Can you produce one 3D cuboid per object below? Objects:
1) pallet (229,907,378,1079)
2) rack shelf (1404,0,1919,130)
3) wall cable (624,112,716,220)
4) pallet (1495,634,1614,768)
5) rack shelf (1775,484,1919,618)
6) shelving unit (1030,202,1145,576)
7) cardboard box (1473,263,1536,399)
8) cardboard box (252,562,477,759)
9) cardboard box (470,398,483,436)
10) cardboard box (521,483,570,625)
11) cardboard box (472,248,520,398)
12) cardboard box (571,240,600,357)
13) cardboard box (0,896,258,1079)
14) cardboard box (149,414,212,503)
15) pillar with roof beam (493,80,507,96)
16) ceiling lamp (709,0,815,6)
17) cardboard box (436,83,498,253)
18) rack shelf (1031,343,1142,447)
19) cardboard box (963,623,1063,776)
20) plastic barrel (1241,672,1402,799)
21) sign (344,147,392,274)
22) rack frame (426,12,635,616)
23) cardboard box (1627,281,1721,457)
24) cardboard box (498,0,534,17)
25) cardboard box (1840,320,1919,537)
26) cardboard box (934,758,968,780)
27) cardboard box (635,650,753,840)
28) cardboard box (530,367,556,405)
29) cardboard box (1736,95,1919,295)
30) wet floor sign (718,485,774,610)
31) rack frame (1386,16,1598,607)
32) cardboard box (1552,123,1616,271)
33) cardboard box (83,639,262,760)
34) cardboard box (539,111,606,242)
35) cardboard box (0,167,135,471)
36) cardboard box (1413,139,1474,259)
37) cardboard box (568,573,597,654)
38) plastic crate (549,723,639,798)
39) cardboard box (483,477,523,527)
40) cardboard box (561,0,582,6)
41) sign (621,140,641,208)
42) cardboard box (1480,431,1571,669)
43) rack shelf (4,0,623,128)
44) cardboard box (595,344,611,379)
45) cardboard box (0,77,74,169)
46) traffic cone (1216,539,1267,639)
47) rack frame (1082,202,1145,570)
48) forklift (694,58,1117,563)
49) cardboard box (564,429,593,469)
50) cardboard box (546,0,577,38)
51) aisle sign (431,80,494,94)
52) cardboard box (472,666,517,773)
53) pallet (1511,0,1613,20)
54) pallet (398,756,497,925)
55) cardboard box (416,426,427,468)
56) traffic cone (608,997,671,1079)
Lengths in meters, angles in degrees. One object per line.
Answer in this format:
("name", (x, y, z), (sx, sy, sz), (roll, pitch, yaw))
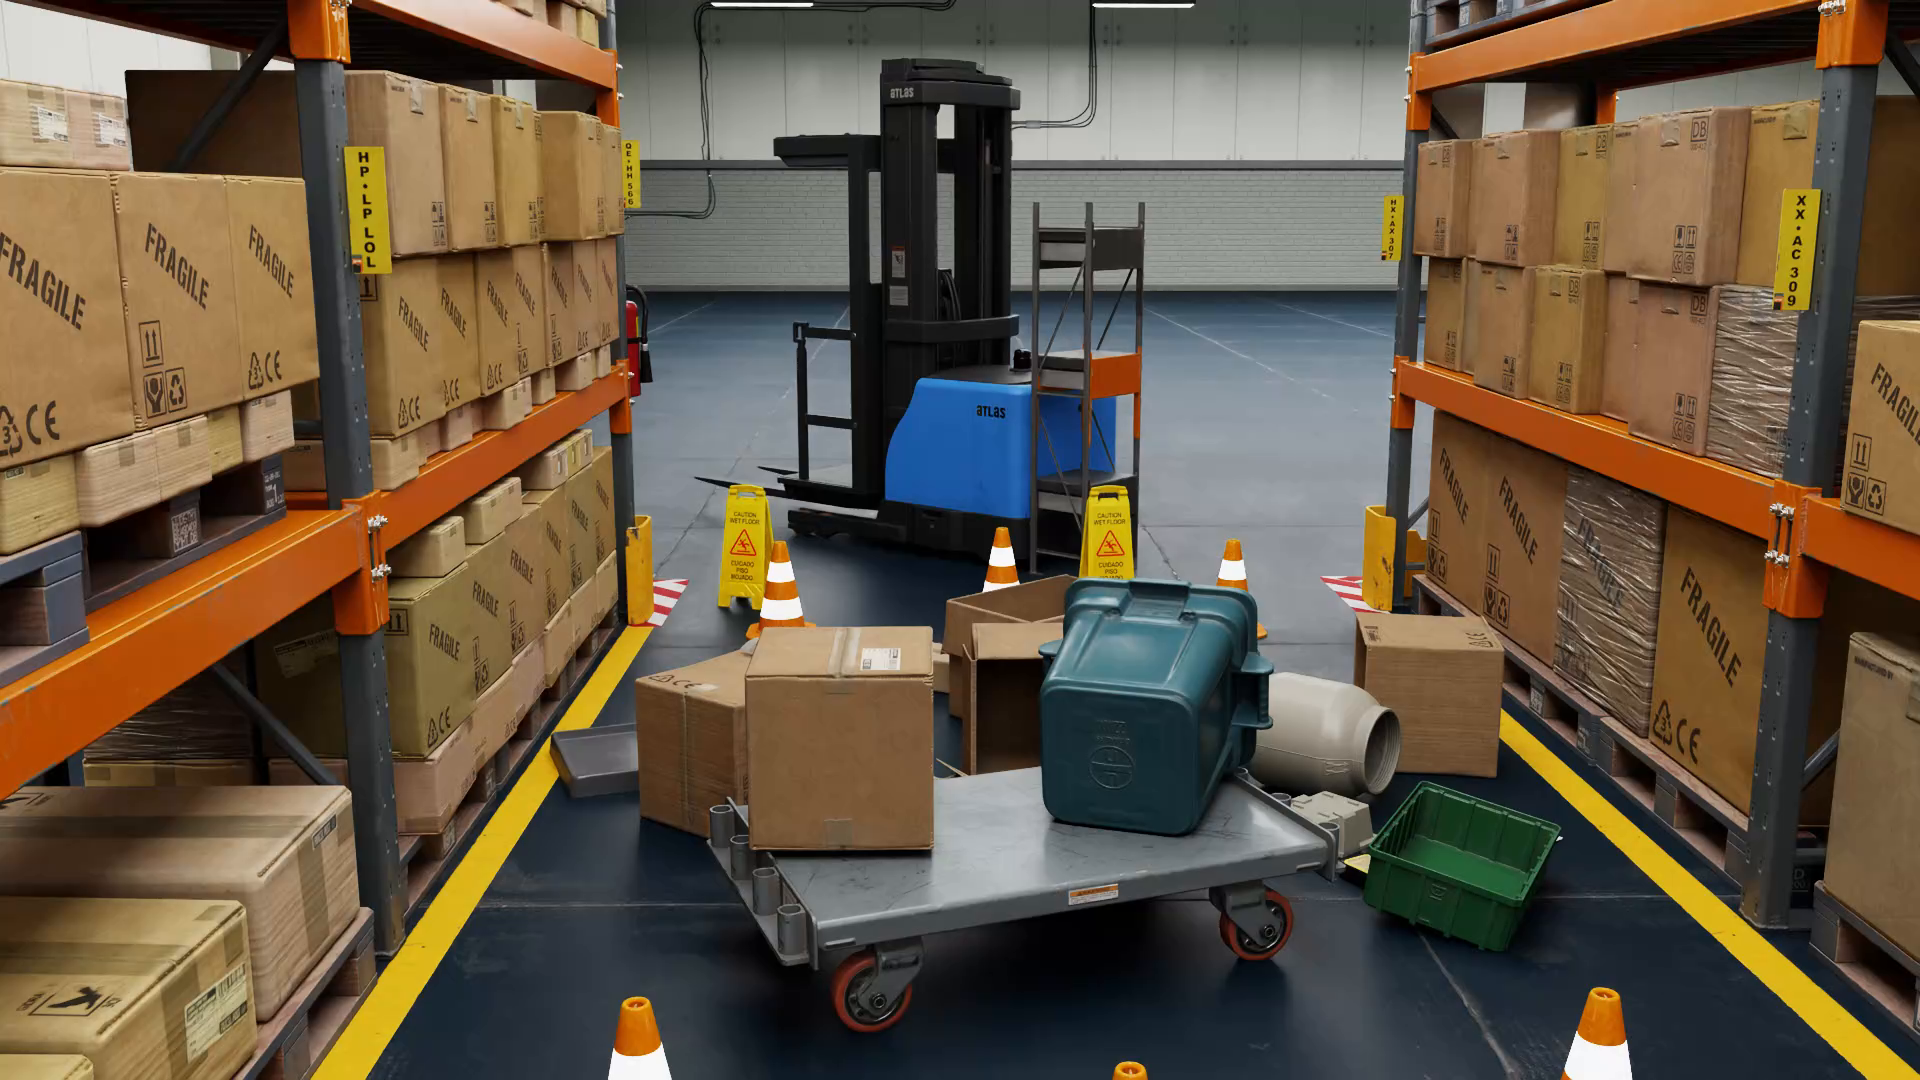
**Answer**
("pallet", (-2.087, 1.229, 3.970), (1.003, 0.211, 1.213), (0, 11, -1))
("rack shelf", (2.801, -1.848, 6.388), (1.077, 0.370, 4.000), (0, 11, -1))
("wall cable", (-7.395, -8.897, 39.590), (3.097, 2.526, 0.112), (0, 11, -1))
("pallet", (2.876, 0.639, 6.877), (1.003, 0.211, 1.213), (0, 11, -1))
("rack shelf", (2.883, 0.417, 2.767), (1.077, 0.370, 4.000), (0, 11, -1))
("shelving unit", (0.718, -0.845, 9.439), (0.431, 2.100, 0.503), (10, 15, 40))
("cardboard box", (2.732, -0.907, 7.107), (0.875, 0.550, 0.550), (0, 11, -1))
("cardboard box", (-1.847, 0.364, 5.196), (0.500, 0.500, 0.500), (0, 11, 2))
("cardboard box", (-1.891, -0.438, 5.805), (0.380, 0.149, 0.250), (0, 11, -1))
("cardboard box", (-1.893, 0.049, 6.746), (0.500, 0.500, 0.500), (-1, 11, -2))
("cardboard box", (-1.866, -0.775, 5.836), (0.500, 0.500, 0.500), (0, 11, -2))
("cardboard box", (-1.895, -1.076, 7.318), (0.500, 0.500, 0.500), (0, 11, -1))
("cardboard box", (-2.073, 1.037, 3.457), (0.950, 0.372, 0.625), (0, 11, 2))
("cardboard box", (-1.789, -0.170, 3.429), (0.380, 0.149, 0.250), (0, 11, -2))
("pillar with roof beam", (-4.229, -8.653, 30.577), (9.100, 9.000, 0.400), (0, 11, -1))
("ceiling lamp", (-3.828, -11.940, 32.098), (2.000, 3.185, 0.800), (0, 11, -1))
("cardboard box", (-1.886, -1.167, 5.253), (0.700, 0.500, 0.500), (0, 11, -1))
("rack shelf", (0.718, -0.831, 9.442), (0.431, 0.518, 0.480), (10, 15, 40))
("cardboard box", (0.408, 0.594, 6.024), (0.797, 0.637, 0.503), (0, 11, -1))
("plastic barrel", (1.285, 0.711, 5.991), (0.512, 0.421, 0.421), (9, 15, 38))
("sign", (-1.550, -0.863, 4.355), (0.100, 0.325, 0.005), (0, 11, -1))
("rack frame", (-2.187, -1.087, 8.375), (1.000, 3.000, 0.127), (0, 11, -1))
("cardboard box", (2.789, -0.589, 5.539), (0.875, 0.550, 0.550), (0, 11, -1))
("cardboard box", (-1.824, -2.059, 6.254), (0.380, 0.149, 0.250), (0, 11, -2))
("cardboard box", (2.584, -0.276, 4.124), (0.500, 0.500, 0.500), (0, 11, -1))
("cardboard box", (0.024, 0.877, 5.569), (0.258, 0.266, 0.396), (-10, 15, -40))
("cardboard box", (-0.767, 0.713, 5.781), (0.500, 0.500, 0.500), (9, 15, 38))
("cardboard box", (-1.869, -0.637, 6.786), (0.380, 0.149, 0.250), (0, 11, -2))
("cardboard box", (2.869, -1.009, 4.895), (0.875, 0.550, 0.550), (0, 11, -1))
("wet floor sign", (-1.122, 0.024, 8.817), (0.267, 0.644, 0.232), (4, 12, 18))
("rack frame", (2.759, -1.128, 8.574), (1.000, 3.000, 0.127), (0, 11, -1))
("cardboard box", (2.849, -1.331, 6.482), (0.875, 0.550, 0.500), (0, 11, -1))
("cardboard box", (-2.385, 0.365, 5.187), (0.500, 0.500, 0.500), (0, 11, -2))
("cardboard box", (-1.842, -1.470, 6.746), (0.700, 0.500, 0.500), (0, 11, -2))
("cardboard box", (-1.850, -0.401, 2.935), (0.500, 0.500, 0.500), (0, 11, 1))
("cardboard box", (2.728, -1.657, 8.087), (0.875, 0.550, 0.550), (0, 11, -1))
("cardboard box", (-1.899, 0.317, 7.312), (0.500, 0.250, 0.500), (0, 11, -1))
("plastic crate", (-1.317, 0.823, 6.301), (0.402, 0.080, 0.583), (-4, 12, -21))
("cardboard box", (-1.811, -0.135, 6.023), (0.380, 0.149, 0.250), (0, 11, 2))
("cardboard box", (-1.912, -2.429, 7.073), (0.500, 0.250, 0.500), (0, 11, -2))
("sign", (-1.632, -1.808, 8.220), (0.100, 0.325, 0.005), (0, 11, -1))
("cardboard box", (2.860, 0.017, 7.218), (0.875, 0.875, 0.875), (0, 11, -2))
("rack shelf", (-2.146, -1.807, 6.188), (1.077, 0.370, 4.000), (0, 11, -1))
("cardboard box", (-1.850, -0.841, 7.792), (0.380, 0.149, 0.250), (0, 11, -2))
("cardboard box", (-1.813, -0.729, 2.919), (0.380, 0.149, 0.250), (-1, 11, -4))
("traffic cone", (1.351, 0.227, 8.277), (0.336, 0.463, 0.334), (0, 11, -1))
("rack frame", (0.878, -0.882, 9.619), (0.400, 2.100, 0.015), (10, 15, 40))
("forklift", (-0.481, -1.516, 10.660), (3.031, 2.935, 1.130), (9, 15, 39))
("cardboard box", (-1.835, -0.400, 7.329), (0.380, 0.149, 0.250), (0, 11, 0))
("cardboard box", (-1.891, -2.262, 7.253), (0.380, 0.149, 0.250), (0, 11, 1))
("aisle sign", (-2.499, -2.372, 8.171), (0.394, 0.787, 0.004), (0, 11, -1))
("cardboard box", (-1.869, 0.625, 5.793), (0.500, 0.250, 0.500), (0, 11, 2))
("pallet", (2.813, -2.164, 6.360), (1.003, 0.211, 1.213), (0, 11, -1))
("pallet", (-2.154, 0.941, 5.390), (1.003, 0.211, 1.213), (0, 11, -1))
("cardboard box", (-1.848, -0.283, 5.042), (0.380, 0.149, 0.250), (0, 11, 0))
("traffic cone", (-0.679, 1.192, 3.521), (0.336, 0.463, 0.334), (0, 11, -1))
